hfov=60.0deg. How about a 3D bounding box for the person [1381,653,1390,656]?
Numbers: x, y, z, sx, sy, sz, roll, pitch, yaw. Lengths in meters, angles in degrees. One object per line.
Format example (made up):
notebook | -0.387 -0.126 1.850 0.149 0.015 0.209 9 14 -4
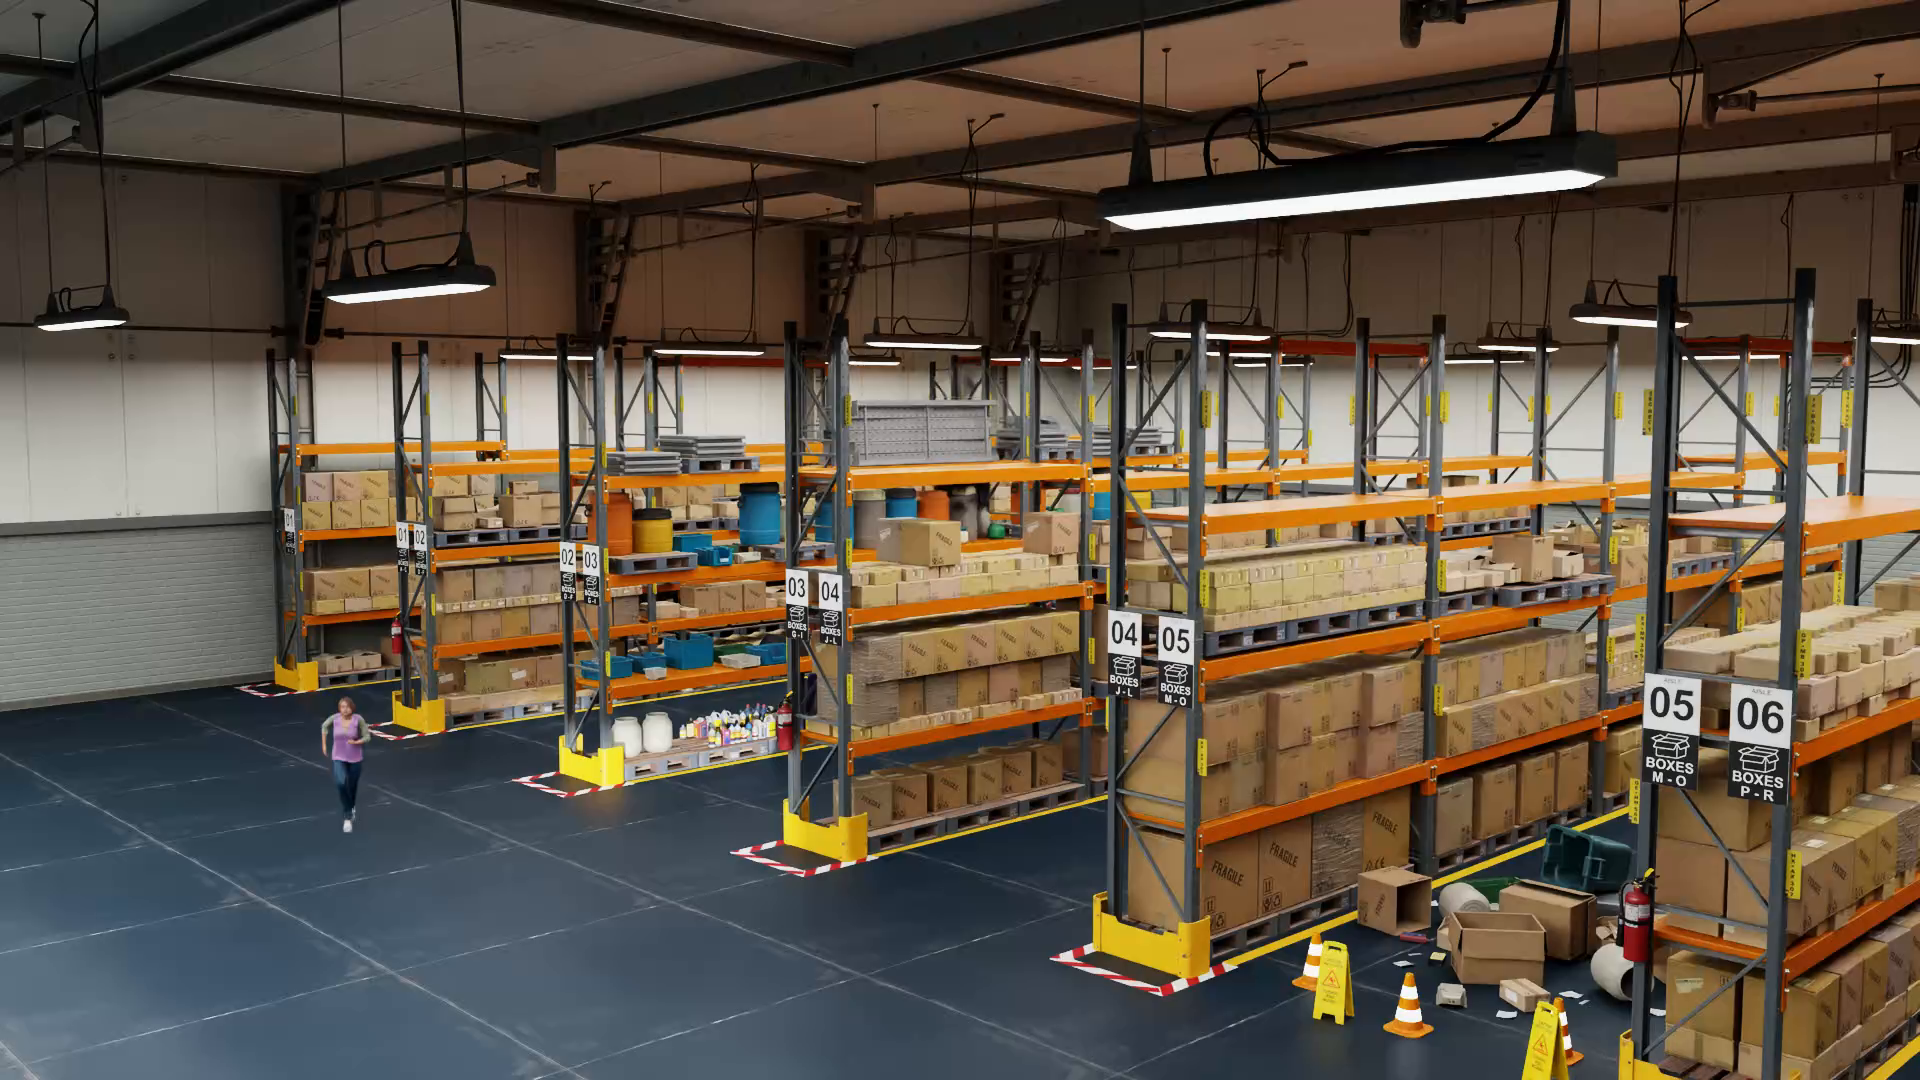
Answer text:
person | 5.845 2.367 22.883 0.523 1.619 0.556 -5 7 -45

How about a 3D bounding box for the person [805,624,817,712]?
person | -2.223 2.052 27.224 0.975 1.612 0.641 -3 6 -32

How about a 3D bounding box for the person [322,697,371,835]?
person | -7.329 2.655 19.892 0.556 1.622 0.795 -2 5 -17
